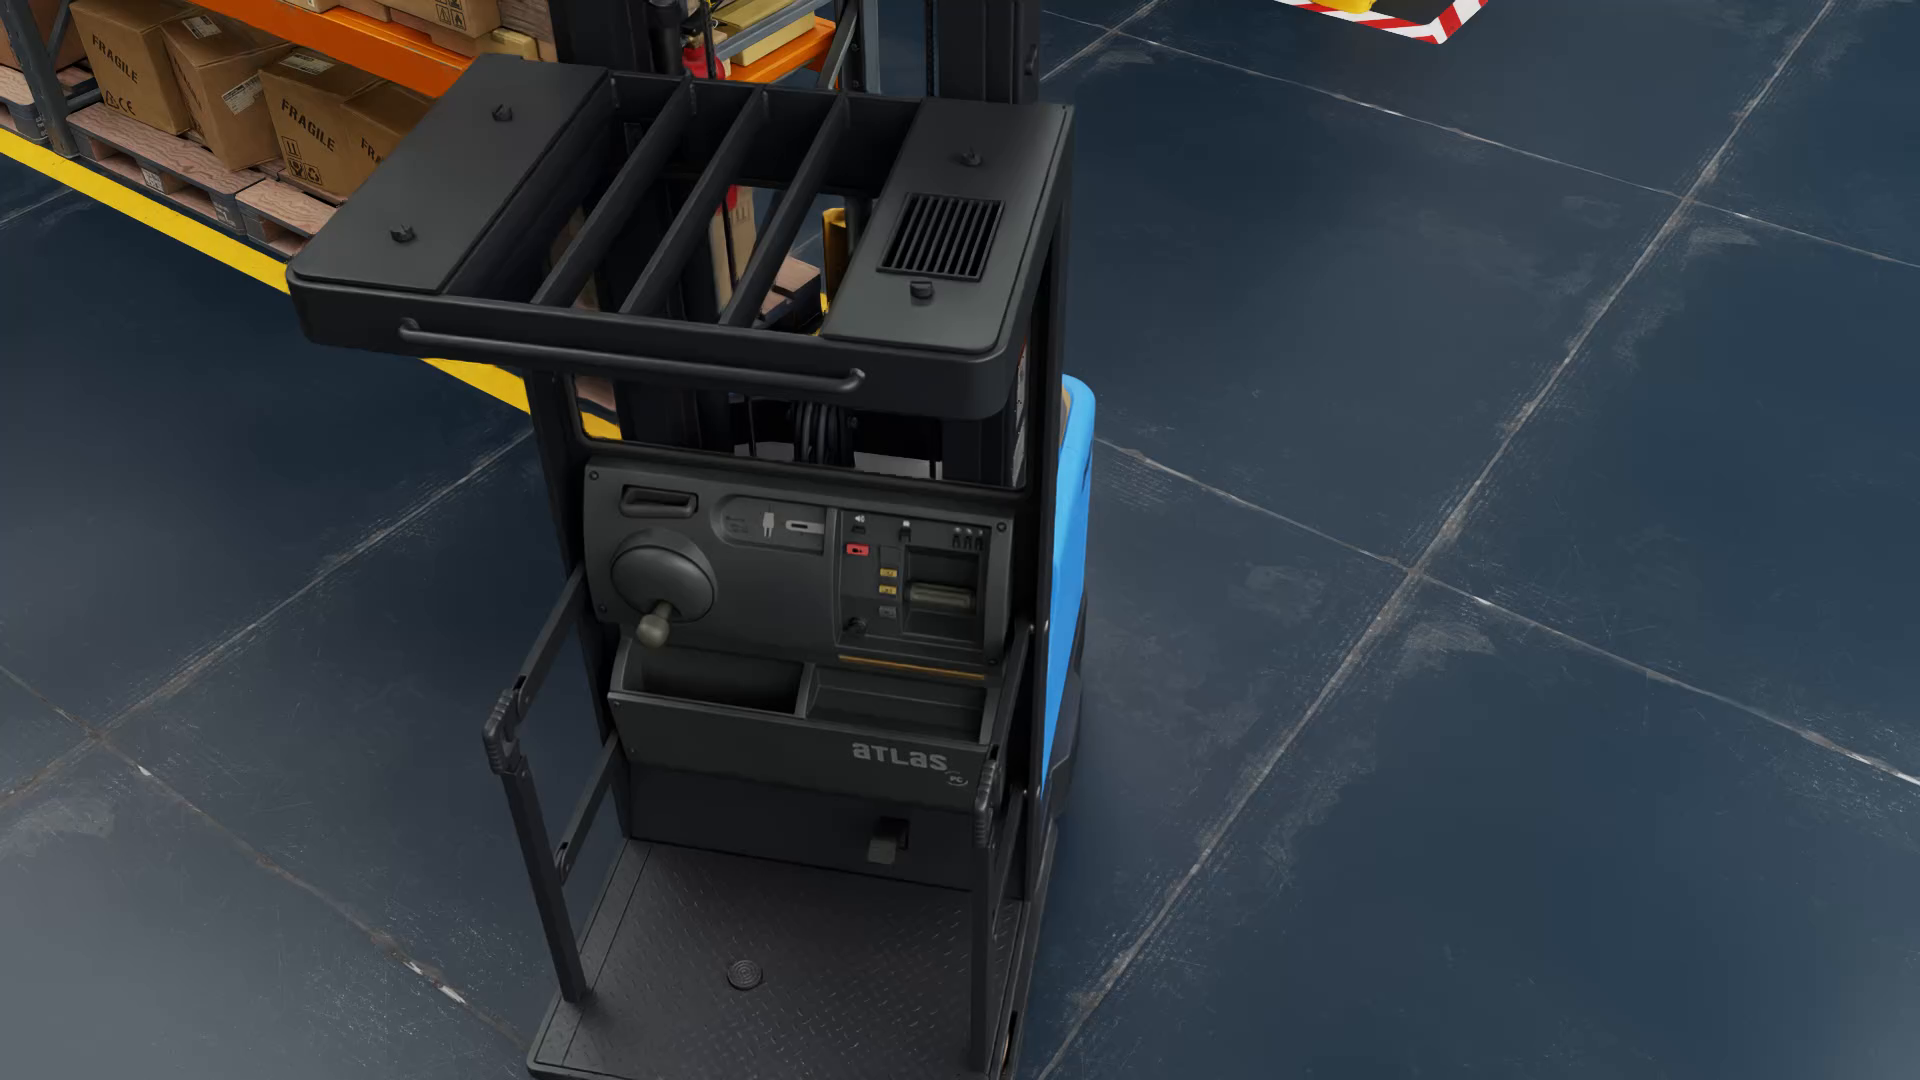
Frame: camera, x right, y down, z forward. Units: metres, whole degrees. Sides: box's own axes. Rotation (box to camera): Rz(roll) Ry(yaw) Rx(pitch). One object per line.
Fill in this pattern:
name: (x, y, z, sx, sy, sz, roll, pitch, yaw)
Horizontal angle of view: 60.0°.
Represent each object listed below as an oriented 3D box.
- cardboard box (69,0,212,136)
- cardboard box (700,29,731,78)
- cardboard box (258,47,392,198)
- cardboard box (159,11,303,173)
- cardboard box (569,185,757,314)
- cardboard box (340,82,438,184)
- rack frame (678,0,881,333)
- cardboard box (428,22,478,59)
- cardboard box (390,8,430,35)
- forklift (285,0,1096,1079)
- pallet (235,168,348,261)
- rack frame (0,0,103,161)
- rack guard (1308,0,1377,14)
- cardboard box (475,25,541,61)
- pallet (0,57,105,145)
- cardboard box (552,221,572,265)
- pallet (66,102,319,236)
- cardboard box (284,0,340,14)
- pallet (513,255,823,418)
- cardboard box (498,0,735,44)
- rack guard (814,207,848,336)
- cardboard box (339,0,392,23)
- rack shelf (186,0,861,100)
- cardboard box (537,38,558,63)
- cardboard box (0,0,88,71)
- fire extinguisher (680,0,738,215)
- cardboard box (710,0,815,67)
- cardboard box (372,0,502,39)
cardboard box: (-3.586, -2.222, 7.543, 0.500, 0.500, 0.500, 24, 47, 24)
cardboard box: (-0.967, -1.543, 5.413, 0.250, 0.149, 0.380, 25, 48, 25)
cardboard box: (-2.559, -1.812, 7.085, 0.500, 0.500, 0.500, 21, 46, 22)
cardboard box: (-3.112, -2.006, 7.303, 0.500, 0.500, 0.500, -26, 48, -26)
cardboard box: (-1.117, -1.113, 6.304, 0.500, 0.500, 0.500, -33, 51, -31)
cardboard box: (-2.128, -1.574, 6.819, 0.500, 0.500, 0.500, 30, 50, 29)
rack frame: (-0.615, -1.640, 5.333, 0.127, 3.000, 1.000, 25, 48, 25)
cardboard box: (-1.601, -1.811, 5.713, 0.250, 0.149, 0.380, 25, 48, 25)
cardboard box: (-1.782, -1.929, 5.845, 0.250, 0.149, 0.380, 25, 48, 25)
forklift: (-0.390, 0.152, 3.383, 1.130, 2.935, 3.031, 7, 42, 8)
pallet: (-2.317, -1.428, 7.187, 1.213, 0.211, 1.003, 25, 48, 25)
rack frame: (-3.890, -3.172, 7.045, 0.127, 3.000, 1.000, 25, 48, 25)
rack guard: (2.335, -3.369, 9.140, 0.348, 0.500, 1.175, 25, 48, 25)
cardboard box: (-1.406, -1.707, 5.596, 0.250, 0.149, 0.380, 25, 48, 25)
pallet: (-4.528, -2.430, 8.307, 1.213, 0.211, 1.003, 25, 48, 25)
cardboard box: (-1.626, -1.323, 6.539, 0.500, 0.500, 0.500, -29, 49, -28)
pallet: (-3.320, -1.895, 7.709, 1.213, 0.211, 1.003, 25, 48, 25)
cardboard box: (-2.255, -2.060, 5.991, 0.250, 0.149, 0.380, 25, 48, 25)
pallet: (-1.322, -0.960, 6.665, 1.213, 0.211, 1.003, 25, 48, 25)
cardboard box: (-1.050, -2.014, 5.453, 0.500, 0.500, 0.875, 25, 48, 25)
rack guard: (-0.677, -0.738, 6.199, 0.348, 0.500, 1.175, 25, 48, 25)
cardboard box: (-2.000, -2.013, 5.938, 0.250, 0.149, 0.380, 25, 48, 25)
rack shelf: (-2.253, -2.138, 6.429, 4.000, 0.370, 1.077, 25, 48, 25)
cardboard box: (-1.171, -1.639, 5.521, 0.250, 0.149, 0.380, 25, 48, 25)
cardboard box: (-4.380, -2.651, 8.008, 0.500, 0.500, 0.700, 22, 46, 22)
fire extinguisher: (-0.786, -1.316, 5.029, 0.183, 0.674, 0.296, 25, 48, 25)
cardboard box: (-0.712, -1.786, 5.685, 0.250, 0.149, 0.380, 25, 48, 25)
cardboard box: (-1.528, -2.140, 5.594, 0.500, 0.500, 0.875, 25, 48, 25)
